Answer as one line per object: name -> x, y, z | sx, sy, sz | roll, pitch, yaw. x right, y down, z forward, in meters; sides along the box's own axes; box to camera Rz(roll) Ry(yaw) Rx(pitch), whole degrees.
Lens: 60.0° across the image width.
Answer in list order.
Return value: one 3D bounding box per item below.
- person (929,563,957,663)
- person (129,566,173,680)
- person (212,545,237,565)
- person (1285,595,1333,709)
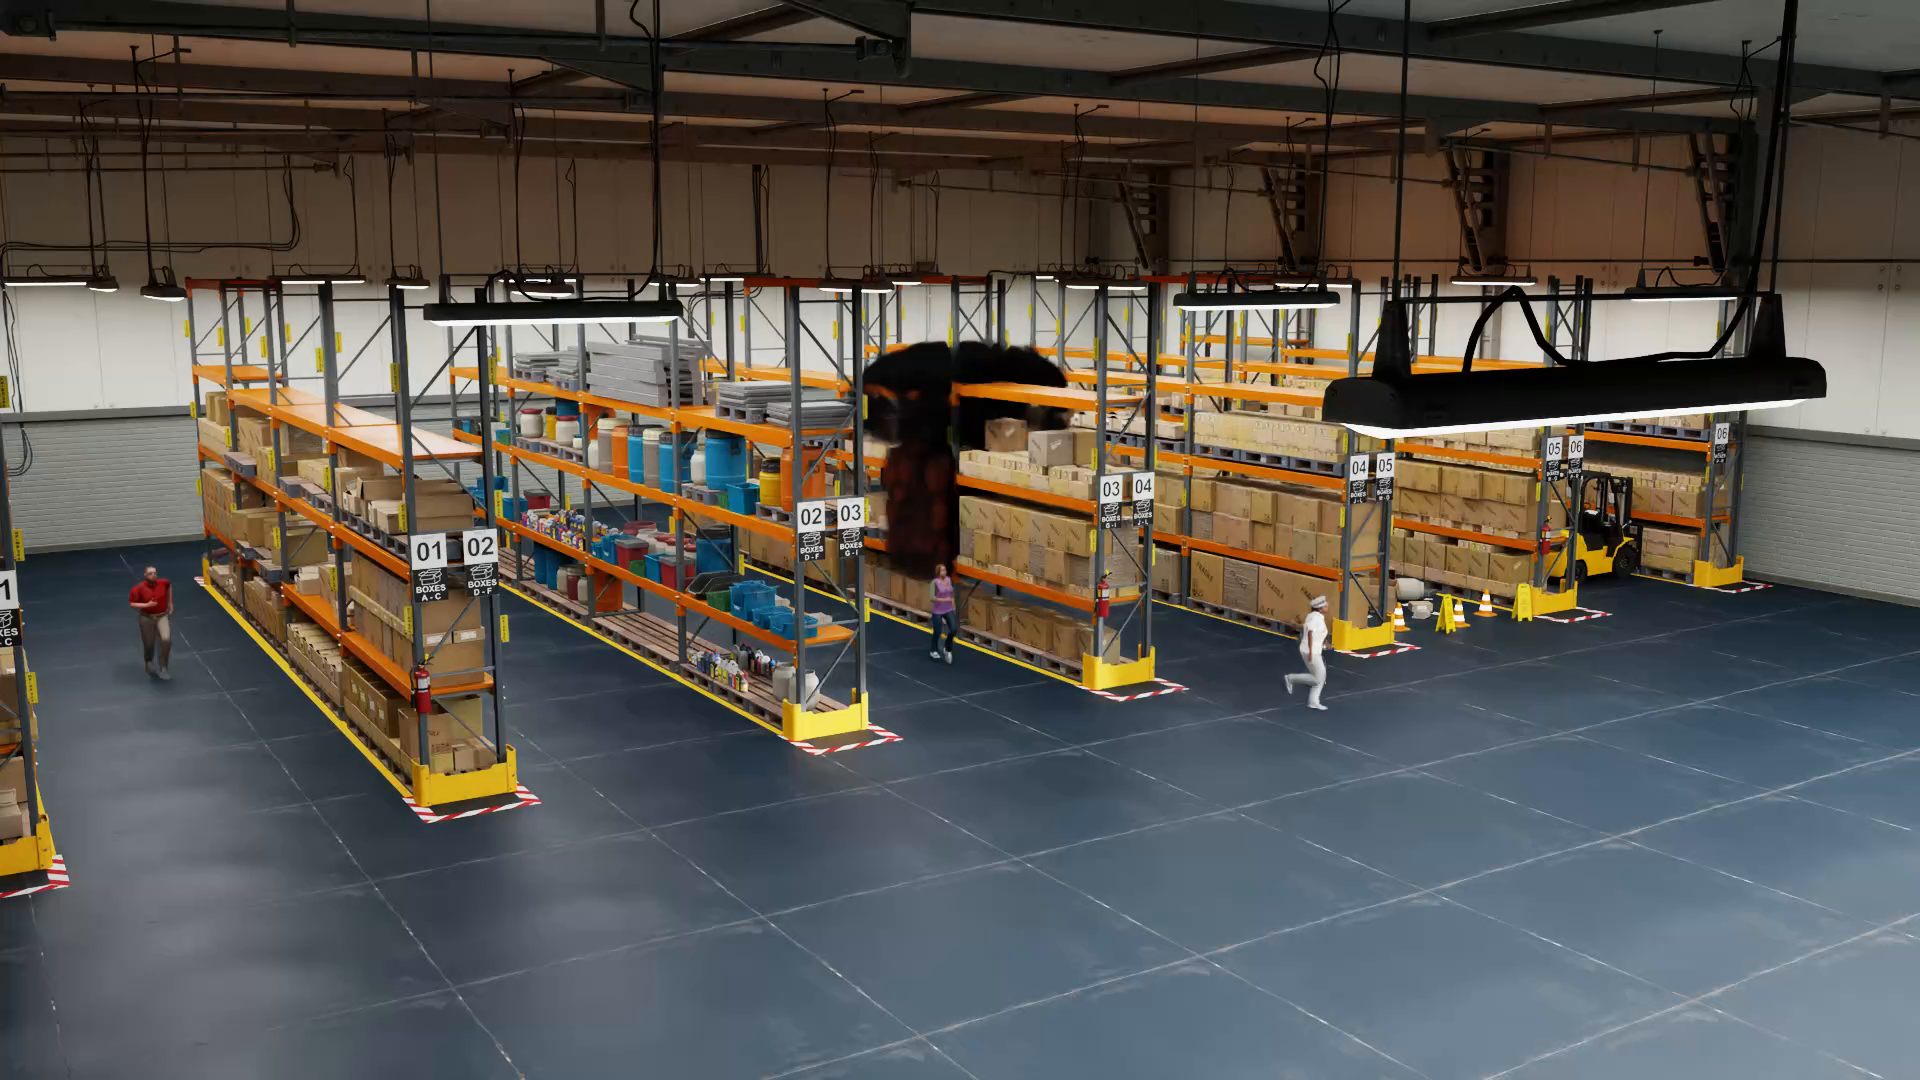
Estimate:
person -> -0.265, 1.158, 26.312 | 0.508, 1.604, 0.667 | -5, 11, -27
person -> -12.348, 1.260, 25.454 | 0.686, 1.780, 0.876 | -9, 13, -42
person -> -15.047, -0.119, 33.947 | 0.686, 1.644, 0.582 | -4, 10, -22
person -> 4.968, 1.607, 23.665 | 0.676, 1.656, 0.605 | 1, 10, 4
